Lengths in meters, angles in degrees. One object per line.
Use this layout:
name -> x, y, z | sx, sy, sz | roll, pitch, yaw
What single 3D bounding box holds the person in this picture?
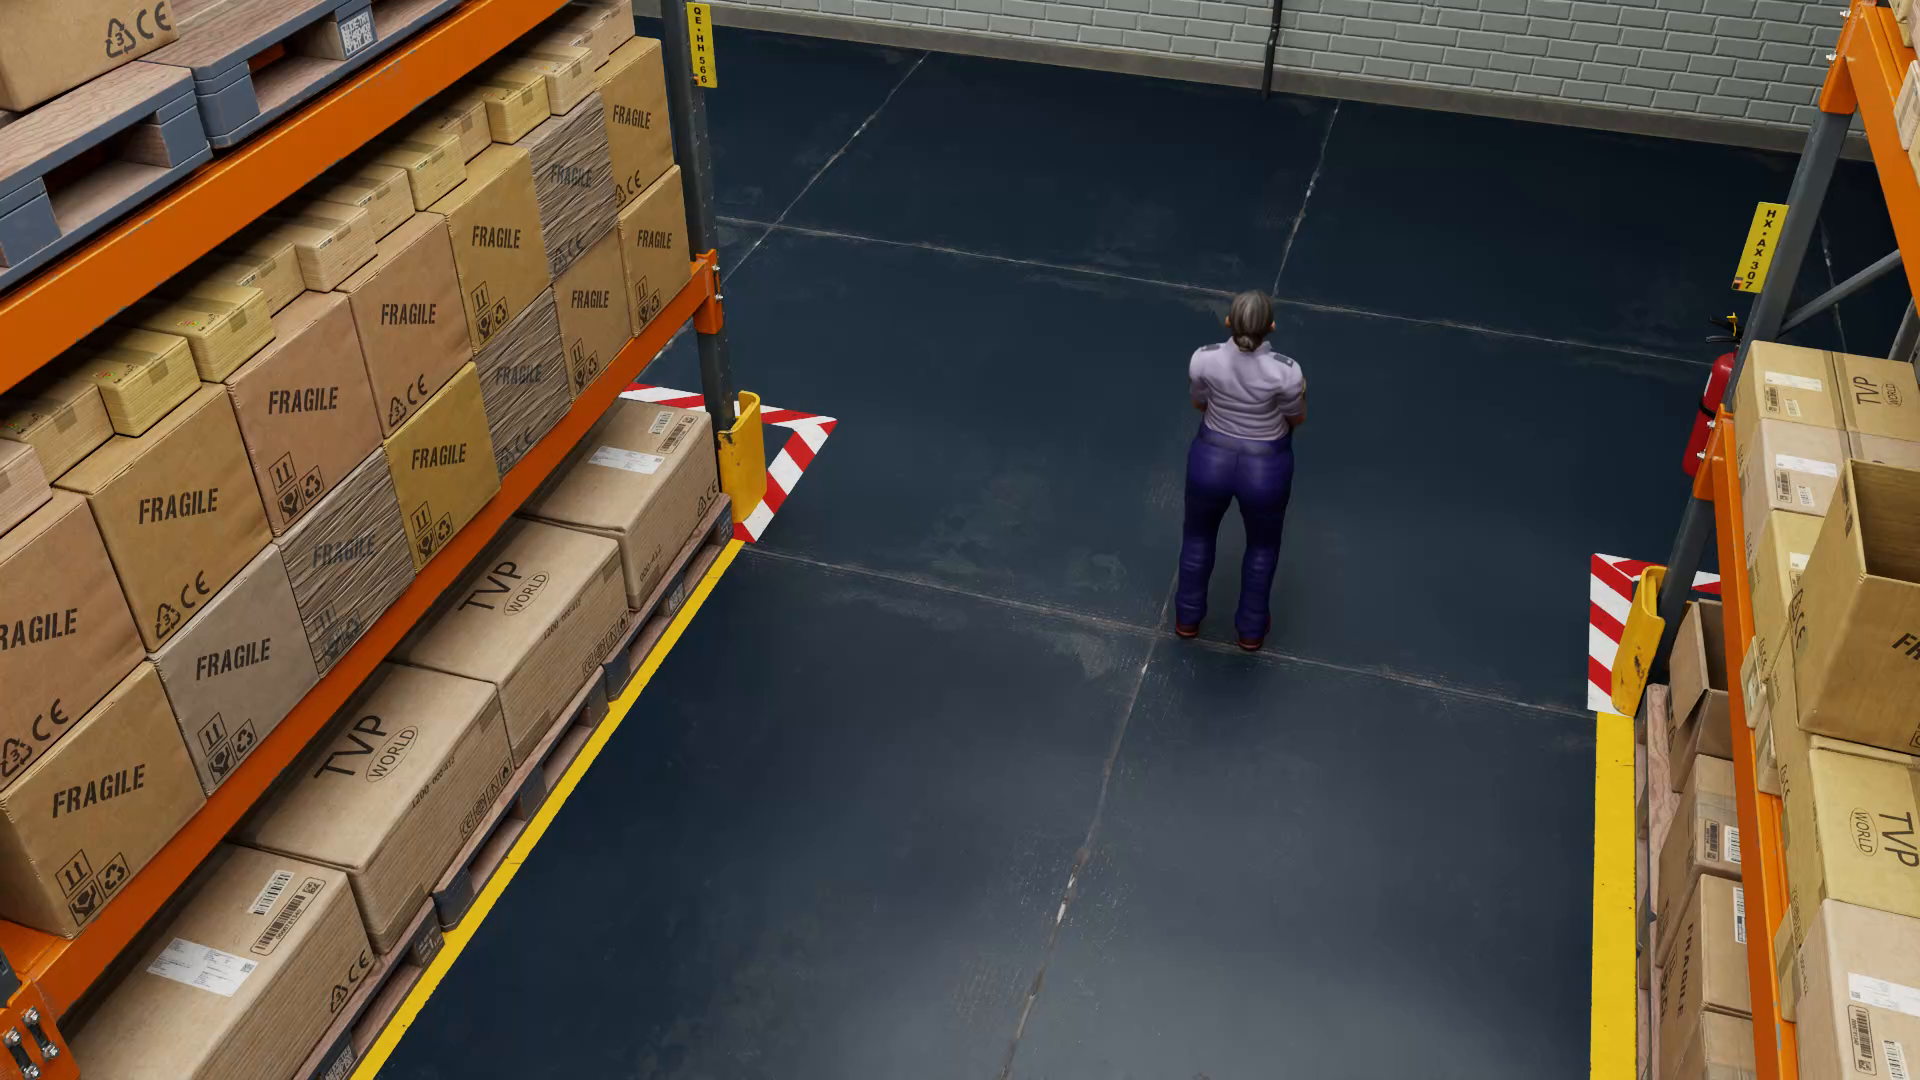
person -> 1.119, -0.323, 6.598 | 0.453, 1.636, 0.524 | 11, 39, 15
